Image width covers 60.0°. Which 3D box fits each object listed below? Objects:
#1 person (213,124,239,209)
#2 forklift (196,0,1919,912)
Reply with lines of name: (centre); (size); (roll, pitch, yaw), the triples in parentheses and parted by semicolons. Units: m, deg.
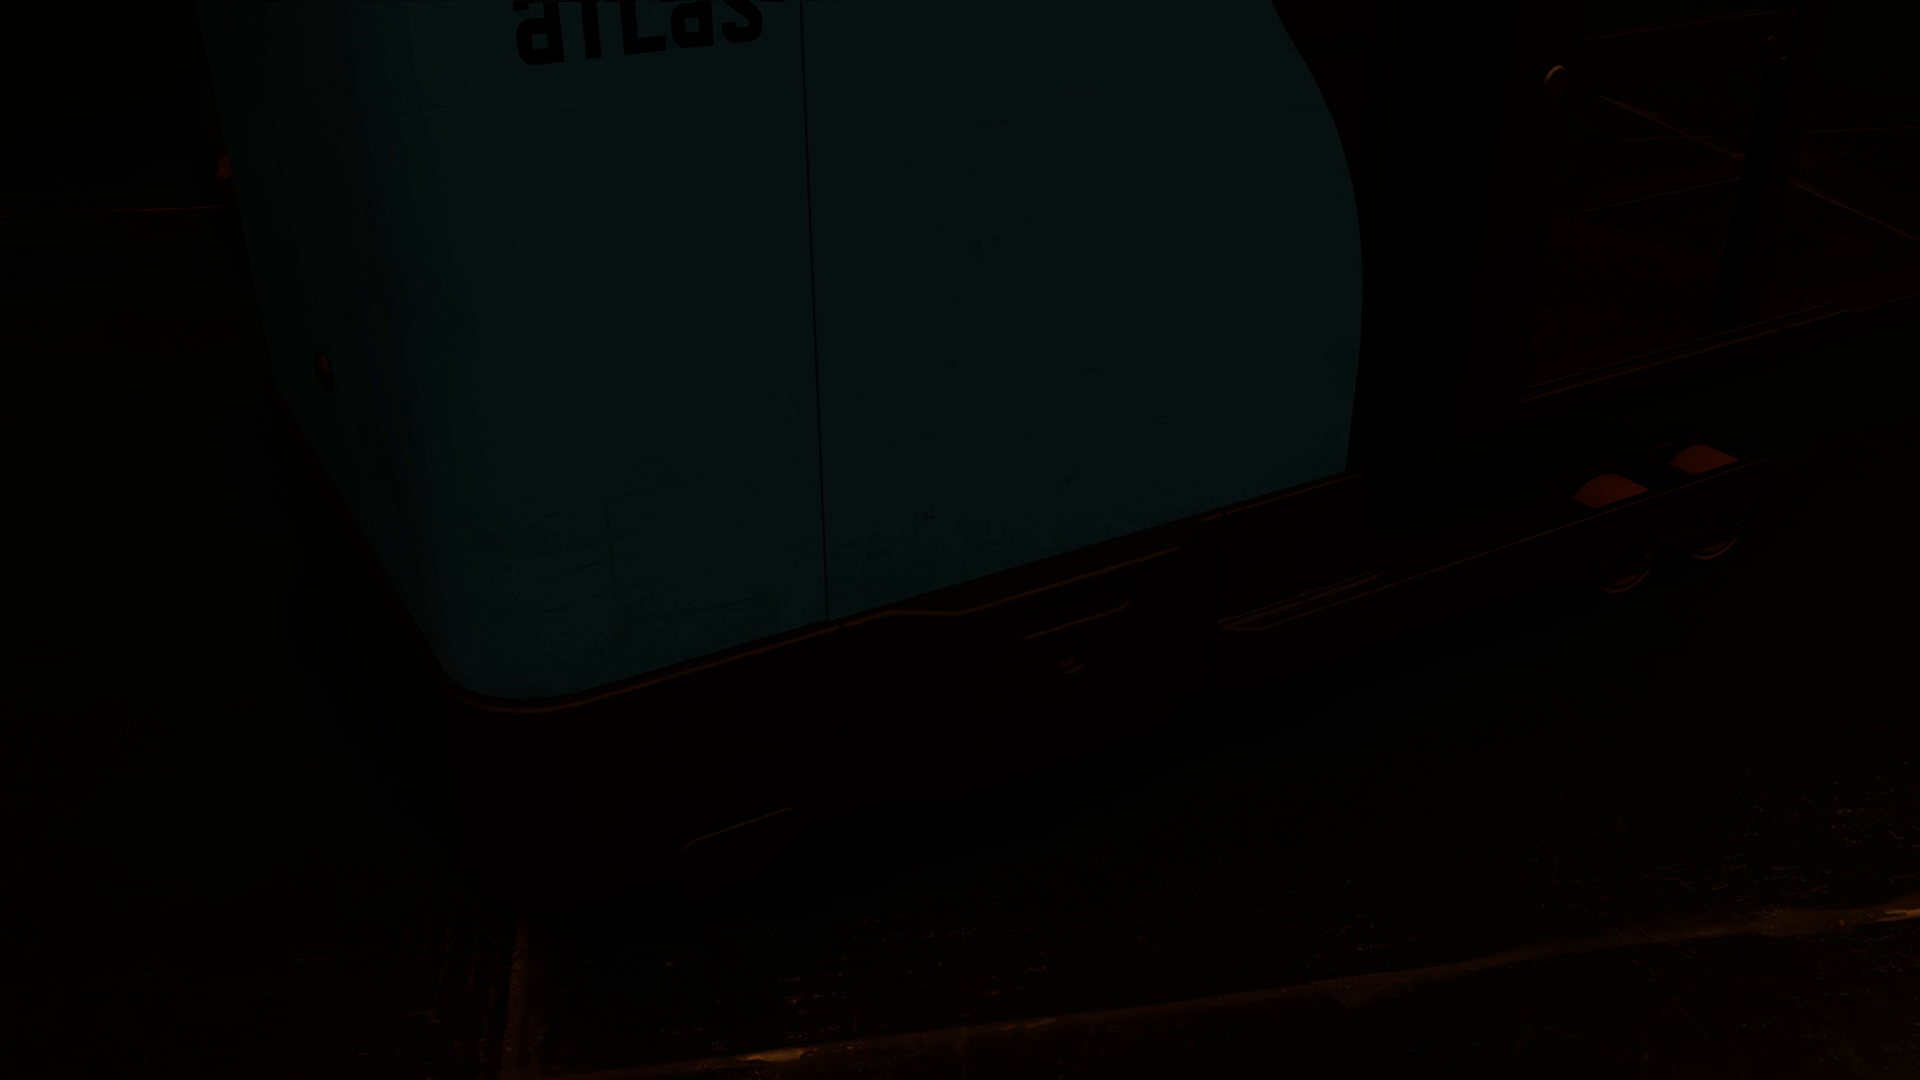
person: (-1.346, -1.425, 3.741); (0.728, 1.414, 0.835); (5, 28, 9)
forklift: (0.592, -1.416, 2.041); (3.031, 2.935, 1.130); (-16, 32, -27)
